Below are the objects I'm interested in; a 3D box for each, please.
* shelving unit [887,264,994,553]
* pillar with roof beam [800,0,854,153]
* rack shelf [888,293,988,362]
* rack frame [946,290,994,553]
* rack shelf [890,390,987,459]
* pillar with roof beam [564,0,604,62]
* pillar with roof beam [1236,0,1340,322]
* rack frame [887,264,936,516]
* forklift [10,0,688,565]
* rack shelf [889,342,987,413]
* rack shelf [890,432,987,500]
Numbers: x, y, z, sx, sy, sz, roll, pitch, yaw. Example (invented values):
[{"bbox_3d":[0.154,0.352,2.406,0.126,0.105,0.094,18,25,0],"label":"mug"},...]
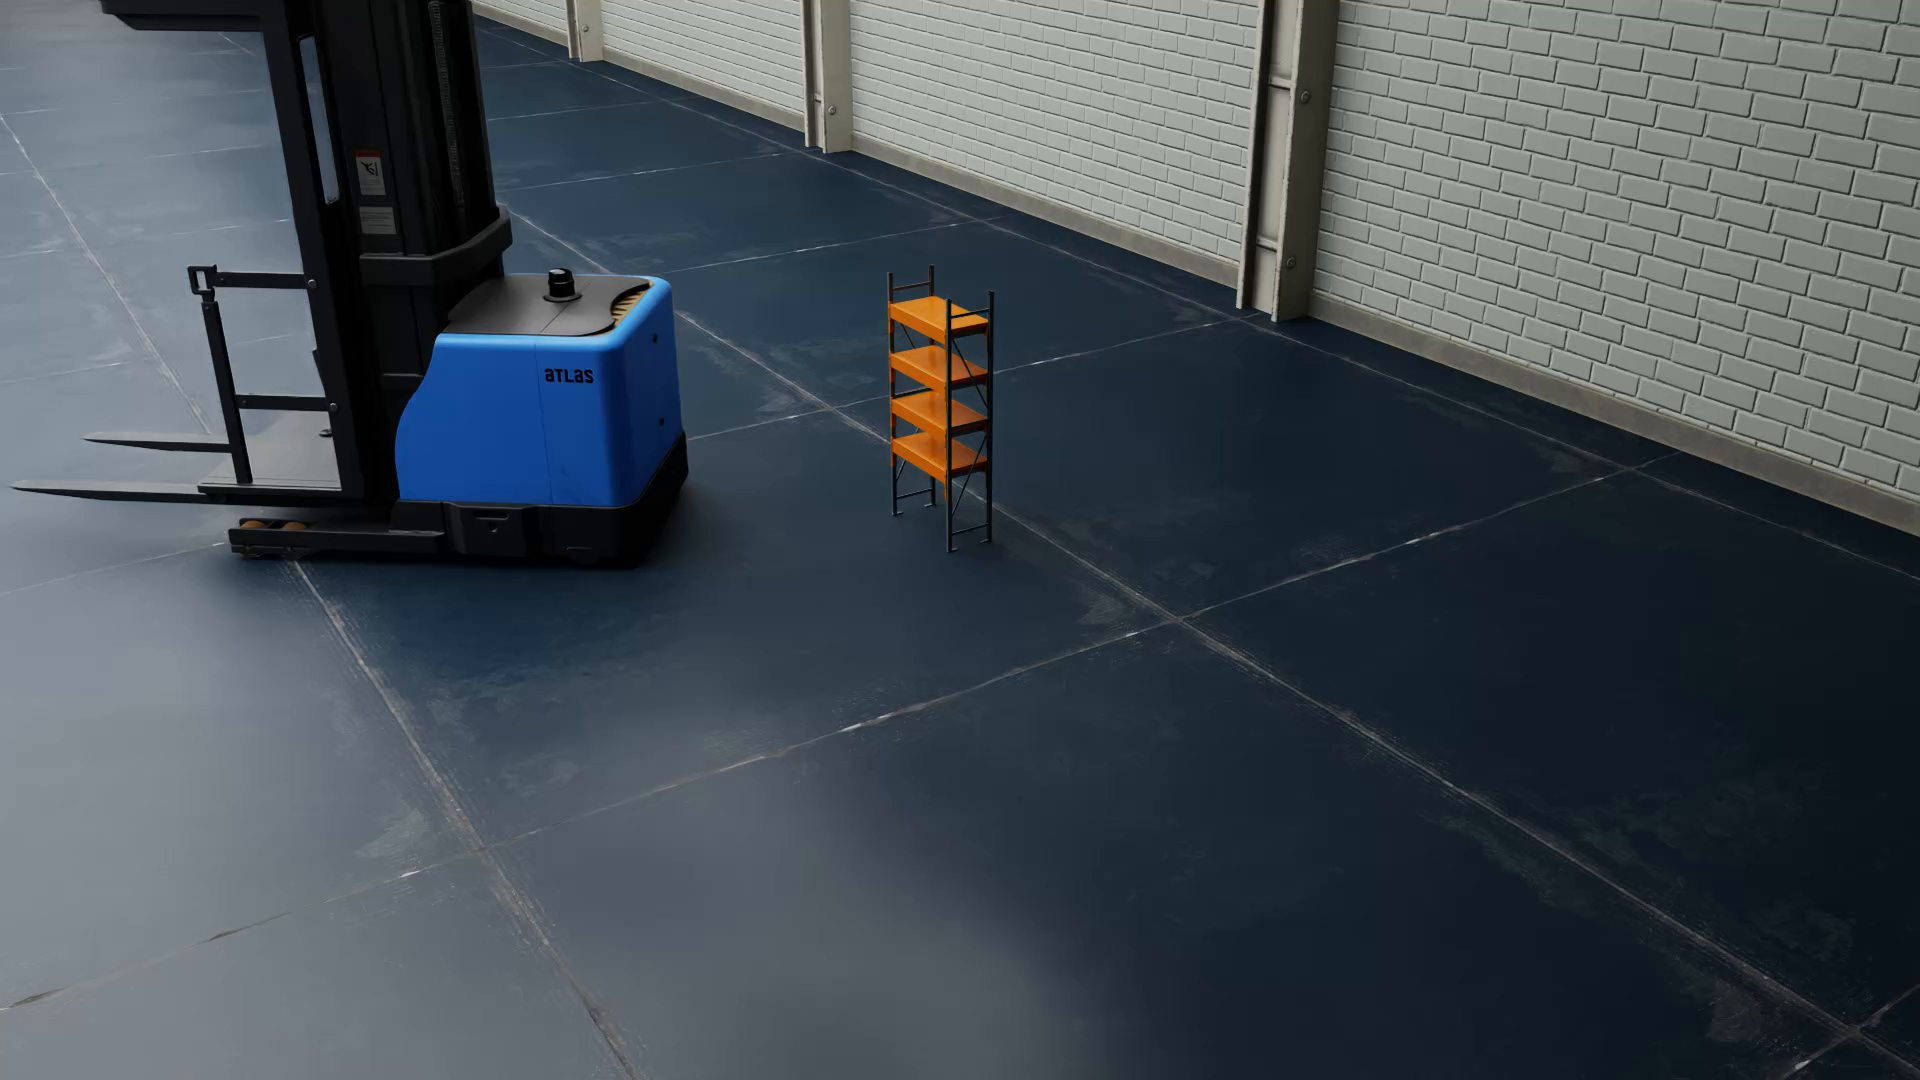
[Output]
[{"bbox_3d":[-0.090,-0.602,7.619,0.258,1.200,0.503,-16,29,-30],"label":"shelving unit"},{"bbox_3d":[-4.820,-6.724,11.452,9.100,9.000,0.400,-16,29,-30],"label":"pillar with roof beam"},{"bbox_3d":[-0.090,-0.957,7.452,0.258,0.148,0.480,-16,29,-30],"label":"rack shelf"},{"bbox_3d":[0.043,-0.515,7.434,0.240,1.200,0.015,-16,29,-30],"label":"rack frame"},{"bbox_3d":[-0.090,-0.541,7.648,0.258,0.148,0.480,-16,29,-30],"label":"rack shelf"},{"bbox_3d":[-8.095,-8.870,15.998,9.100,9.000,0.400,-16,29,-30],"label":"pillar with roof beam"},{"bbox_3d":[-1.545,-4.578,6.906,9.100,9.000,0.400,-16,29,-30],"label":"pillar with roof beam"},{"bbox_3d":[-0.224,-0.689,7.804,0.240,1.200,0.015,-16,29,-30],"label":"rack frame"},{"bbox_3d":[-2.897,-1.458,7.405,3.031,2.935,1.130,2,25,4],"label":"forklift"},{"bbox_3d":[-0.090,-0.743,7.552,0.258,0.148,0.480,-16,29,-30],"label":"rack shelf"},{"bbox_3d":[-0.090,-0.361,7.733,0.258,0.148,0.480,-16,29,-30],"label":"rack shelf"}]
